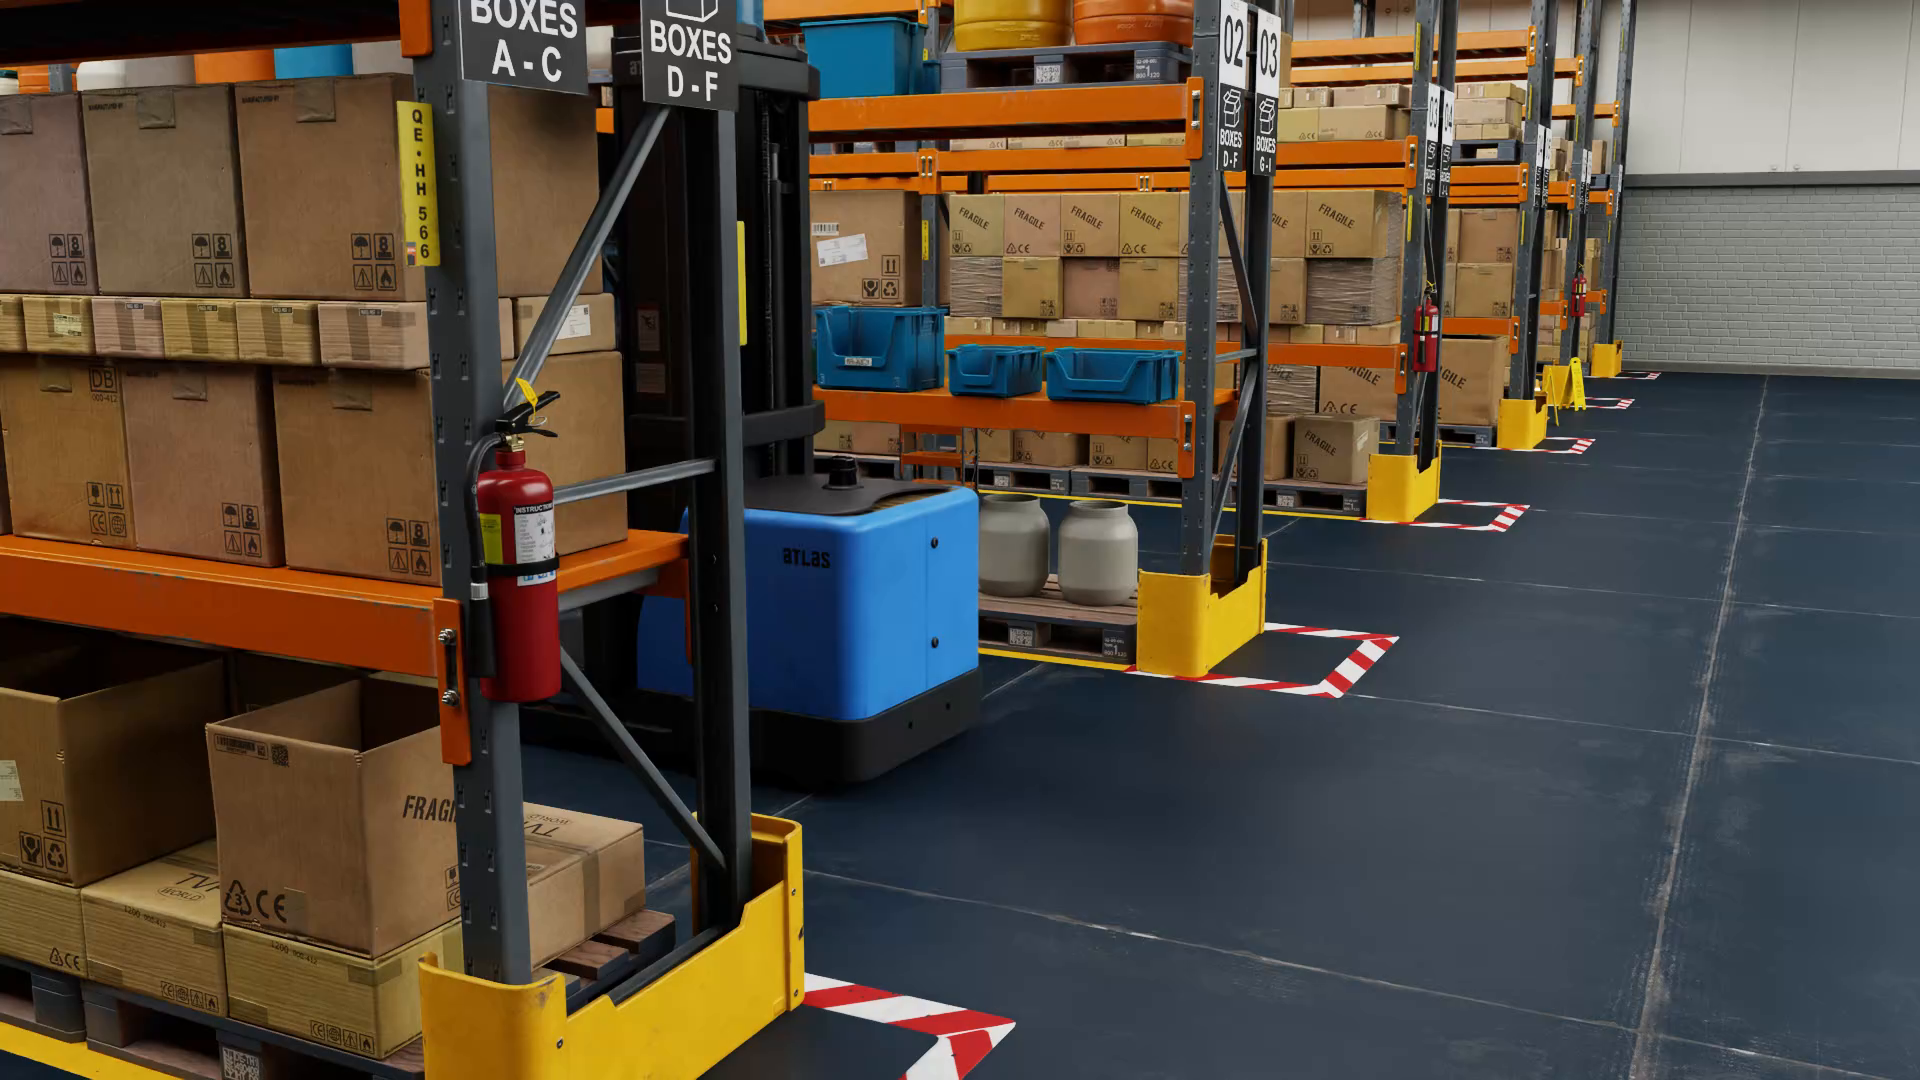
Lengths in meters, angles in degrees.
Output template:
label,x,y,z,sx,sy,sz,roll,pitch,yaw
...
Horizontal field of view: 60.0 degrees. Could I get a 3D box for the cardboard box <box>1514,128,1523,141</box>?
label,x,y,z,sx,sy,sz,roll,pitch,yaw
cardboard box,5.660,-4.175,17.198,0.250,0.149,0.380,5,11,26

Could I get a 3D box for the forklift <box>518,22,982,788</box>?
label,x,y,z,sx,sy,sz,roll,pitch,yaw
forklift,-1.448,-0.661,7.152,3.031,2.935,1.130,6,12,28

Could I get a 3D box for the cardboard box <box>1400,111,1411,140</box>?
label,x,y,z,sx,sy,sz,roll,pitch,yaw
cardboard box,3.222,-3.186,12.908,0.500,0.250,0.500,5,12,28

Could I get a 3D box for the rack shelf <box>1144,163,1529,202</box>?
label,x,y,z,sx,sy,sz,roll,pitch,yaw
rack shelf,4.032,-3.768,17.724,4.000,0.370,1.077,5,11,26

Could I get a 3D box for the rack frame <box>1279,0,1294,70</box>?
label,x,y,z,sx,sy,sz,roll,pitch,yaw
rack frame,4.338,-6.554,22.676,0.127,3.000,1.000,5,11,26

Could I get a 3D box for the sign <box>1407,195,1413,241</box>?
label,x,y,z,sx,sy,sz,roll,pitch,yaw
sign,3.277,-2.342,12.111,0.005,0.325,0.100,5,11,26

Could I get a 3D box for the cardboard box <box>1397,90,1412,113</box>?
label,x,y,z,sx,sy,sz,roll,pitch,yaw
cardboard box,3.395,-3.361,12.758,0.250,0.149,0.380,5,11,25

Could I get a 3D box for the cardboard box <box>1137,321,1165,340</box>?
label,x,y,z,sx,sy,sz,roll,pitch,yaw
cardboard box,1.608,-1.702,13.418,0.250,0.149,0.380,5,11,26

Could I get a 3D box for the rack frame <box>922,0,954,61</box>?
label,x,y,z,sx,sy,sz,roll,pitch,yaw
rack frame,-0.047,-4.971,13.931,0.127,3.000,1.000,5,11,26

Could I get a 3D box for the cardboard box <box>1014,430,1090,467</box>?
label,x,y,z,sx,sy,sz,roll,pitch,yaw
cardboard box,0.811,-0.914,14.198,0.500,0.500,0.500,10,14,44

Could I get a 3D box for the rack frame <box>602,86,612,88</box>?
label,x,y,z,sx,sy,sz,roll,pitch,yaw
rack frame,-2.239,-4.180,9.560,0.127,3.000,1.000,5,11,26

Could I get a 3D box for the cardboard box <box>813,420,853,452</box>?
label,x,y,z,sx,sy,sz,roll,pitch,yaw
cardboard box,-1.008,-1.098,15.159,0.500,0.500,0.700,5,11,25

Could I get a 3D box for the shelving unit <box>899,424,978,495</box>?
label,x,y,z,sx,sy,sz,roll,pitch,yaw
shelving unit,-0.148,-0.603,11.695,0.503,1.200,0.258,5,11,26

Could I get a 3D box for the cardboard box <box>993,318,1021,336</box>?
label,x,y,z,sx,sy,sz,roll,pitch,yaw
cardboard box,0.468,-1.794,13.924,0.250,0.149,0.380,5,11,26

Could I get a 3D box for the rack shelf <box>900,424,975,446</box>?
label,x,y,z,sx,sy,sz,roll,pitch,yaw
rack shelf,-0.148,-0.757,11.668,0.480,0.148,0.258,5,11,26

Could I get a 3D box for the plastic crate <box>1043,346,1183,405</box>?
label,x,y,z,sx,sy,sz,roll,pitch,yaw
plastic crate,0.767,-0.832,8.320,0.616,0.251,0.499,5,11,26

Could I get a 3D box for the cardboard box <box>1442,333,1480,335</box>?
label,x,y,z,sx,sy,sz,roll,pitch,yaw
cardboard box,6.622,-2.572,21.952,0.500,0.500,0.500,6,12,28

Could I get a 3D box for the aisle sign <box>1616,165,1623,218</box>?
label,x,y,z,sx,sy,sz,roll,pitch,yaw
aisle sign,10.047,-5.307,25.331,0.004,0.787,0.394,5,11,26

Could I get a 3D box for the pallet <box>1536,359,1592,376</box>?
label,x,y,z,sx,sy,sz,roll,pitch,yaw
pallet,9.414,-2.761,26.395,1.213,0.211,1.003,5,11,26

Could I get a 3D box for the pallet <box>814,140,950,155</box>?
label,x,y,z,sx,sy,sz,roll,pitch,yaw
pallet,-0.554,-3.469,14.578,1.003,0.211,1.213,5,11,26

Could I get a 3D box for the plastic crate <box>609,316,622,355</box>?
label,x,y,z,sx,sy,sz,roll,pitch,yaw
plastic crate,-1.825,-1.136,9.760,0.504,0.338,0.767,5,11,26

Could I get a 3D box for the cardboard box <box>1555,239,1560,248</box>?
label,x,y,z,sx,sy,sz,roll,pitch,yaw
cardboard box,9.222,-4.620,25.897,0.250,0.149,0.380,5,12,27

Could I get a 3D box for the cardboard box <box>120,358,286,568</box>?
label,x,y,z,sx,sy,sz,roll,pitch,yaw
cardboard box,-1.733,-0.251,4.413,0.500,0.500,0.700,5,12,27

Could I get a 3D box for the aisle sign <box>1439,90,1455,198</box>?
label,x,y,z,sx,sy,sz,roll,pitch,yaw
aisle sign,3.728,-3.026,12.730,0.004,0.787,0.394,5,11,26

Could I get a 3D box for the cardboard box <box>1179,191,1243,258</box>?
label,x,y,z,sx,sy,sz,roll,pitch,yaw
cardboard box,2.039,-2.474,13.053,0.500,0.500,0.500,5,11,26

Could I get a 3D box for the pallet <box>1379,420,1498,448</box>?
label,x,y,z,sx,sy,sz,roll,pitch,yaw
pallet,5.074,-1.167,17.584,1.213,0.211,1.003,5,11,26

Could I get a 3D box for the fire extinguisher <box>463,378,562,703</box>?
label,x,y,z,sx,sy,sz,roll,pitch,yaw
fire extinguisher,-0.946,-0.001,3.529,0.183,0.674,0.296,5,11,26

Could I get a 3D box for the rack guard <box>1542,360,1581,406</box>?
label,x,y,z,sx,sy,sz,roll,pitch,yaw
rack guard,7.857,-2.063,21.724,0.348,0.500,1.175,5,11,26

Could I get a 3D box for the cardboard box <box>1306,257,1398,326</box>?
label,x,y,z,sx,sy,sz,roll,pitch,yaw
cardboard box,3.059,-1.947,12.952,0.500,0.500,0.875,5,11,26

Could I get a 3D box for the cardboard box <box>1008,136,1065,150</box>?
label,x,y,z,sx,sy,sz,roll,pitch,yaw
cardboard box,0.720,-3.304,13.563,0.500,0.250,0.500,5,11,25

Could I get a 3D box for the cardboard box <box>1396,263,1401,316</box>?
label,x,y,z,sx,sy,sz,roll,pitch,yaw
cardboard box,4.523,-2.688,17.740,0.550,0.550,0.875,5,11,26

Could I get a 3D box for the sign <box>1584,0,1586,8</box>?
label,x,y,z,sx,sy,sz,roll,pitch,yaw
sign,7.661,-6.689,20.356,0.005,0.325,0.100,5,11,26

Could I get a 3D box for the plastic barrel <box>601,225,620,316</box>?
label,x,y,z,sx,sy,sz,roll,pitch,yaw
plastic barrel,-2.451,-1.554,10.485,0.708,0.901,0.600,5,11,26

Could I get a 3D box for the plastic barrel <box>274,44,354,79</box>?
label,x,y,z,sx,sy,sz,roll,pitch,yaw
plastic barrel,-3.964,-3.059,10.382,0.708,0.901,0.600,5,11,26

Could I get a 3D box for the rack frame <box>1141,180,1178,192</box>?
label,x,y,z,sx,sy,sz,roll,pitch,yaw
rack frame,2.238,-2.804,18.798,0.127,3.000,1.000,5,11,26

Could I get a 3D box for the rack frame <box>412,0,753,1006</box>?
label,x,y,z,sx,sy,sz,roll,pitch,yaw
rack frame,-0.846,-0.122,3.983,0.127,3.000,1.000,5,11,26

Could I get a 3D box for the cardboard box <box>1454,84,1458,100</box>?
label,x,y,z,sx,sy,sz,roll,pitch,yaw
cardboard box,4.920,-4.501,16.763,0.250,0.149,0.380,5,12,27

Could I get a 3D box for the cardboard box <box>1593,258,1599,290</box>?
label,x,y,z,sx,sy,sz,roll,pitch,yaw
cardboard box,9.797,-4.212,26.302,0.500,0.500,0.500,5,12,28

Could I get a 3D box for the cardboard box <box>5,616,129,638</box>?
label,x,y,z,sx,sy,sz,roll,pitch,yaw
cardboard box,-2.573,0.459,5.209,0.500,0.500,0.500,5,11,26

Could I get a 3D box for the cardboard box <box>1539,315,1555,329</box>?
label,x,y,z,sx,sy,sz,roll,pitch,yaw
cardboard box,9.106,-3.451,26.111,0.500,0.250,0.500,5,12,27

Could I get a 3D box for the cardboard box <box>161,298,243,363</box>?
label,x,y,z,sx,sy,sz,roll,pitch,yaw
cardboard box,-1.738,-0.531,4.139,0.250,0.149,0.380,5,11,25

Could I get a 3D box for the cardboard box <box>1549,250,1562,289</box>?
label,x,y,z,sx,sy,sz,roll,pitch,yaw
cardboard box,7.623,-3.564,21.884,0.500,0.500,0.500,5,11,25

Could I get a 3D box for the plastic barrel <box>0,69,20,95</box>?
label,x,y,z,sx,sy,sz,roll,pitch,yaw
plastic barrel,-6.852,-3.219,11.881,0.301,0.262,0.301,0,10,0

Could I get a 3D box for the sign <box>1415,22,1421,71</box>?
label,x,y,z,sx,sy,sz,roll,pitch,yaw
sign,3.277,-3.529,11.897,0.005,0.325,0.100,5,11,26

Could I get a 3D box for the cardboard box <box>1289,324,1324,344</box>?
label,x,y,z,sx,sy,sz,roll,pitch,yaw
cardboard box,2.722,-1.601,12.861,0.250,0.149,0.380,5,11,26

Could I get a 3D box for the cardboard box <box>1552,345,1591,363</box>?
label,x,y,z,sx,sy,sz,roll,pitch,yaw
cardboard box,9.557,-2.920,25.984,0.500,0.250,0.500,5,11,26

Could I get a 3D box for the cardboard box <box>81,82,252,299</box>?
label,x,y,z,sx,sy,sz,roll,pitch,yaw
cardboard box,-1.781,-0.893,4.321,0.500,0.500,0.700,5,11,24

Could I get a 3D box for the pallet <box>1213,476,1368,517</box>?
label,x,y,z,sx,sy,sz,roll,pitch,yaw
pallet,2.759,-0.408,13.390,1.213,0.211,1.003,5,11,26

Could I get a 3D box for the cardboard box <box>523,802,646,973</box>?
label,x,y,z,sx,sy,sz,roll,pitch,yaw
cardboard box,-1.229,0.946,4.621,0.500,0.250,0.500,5,11,26

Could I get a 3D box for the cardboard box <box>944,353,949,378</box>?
label,x,y,z,sx,sy,sz,roll,pitch,yaw
cardboard box,-0.057,-2.088,19.980,0.750,0.750,1.050,5,11,27

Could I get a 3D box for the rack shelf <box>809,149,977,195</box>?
label,x,y,z,sx,sy,sz,roll,pitch,yaw
rack shelf,-1.841,-3.299,15.133,4.000,0.370,1.077,5,11,26

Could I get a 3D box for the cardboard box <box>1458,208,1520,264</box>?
label,x,y,z,sx,sy,sz,roll,pitch,yaw
cardboard box,5.510,-3.129,17.143,0.550,0.550,0.875,5,11,26

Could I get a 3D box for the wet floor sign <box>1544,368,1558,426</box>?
label,x,y,z,sx,sy,sz,roll,pitch,yaw
wet floor sign,6.727,-1.644,19.001,0.232,0.644,0.267,3,11,16

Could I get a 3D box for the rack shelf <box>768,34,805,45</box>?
label,x,y,z,sx,sy,sz,roll,pitch,yaw
rack shelf,-2.437,-9.417,31.180,4.000,0.370,1.077,5,11,26

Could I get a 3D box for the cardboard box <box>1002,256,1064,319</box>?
label,x,y,z,sx,sy,sz,roll,pitch,yaw
cardboard box,0.762,-2.125,13.930,0.500,0.500,0.875,5,11,26

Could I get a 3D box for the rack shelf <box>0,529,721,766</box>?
label,x,y,z,sx,sy,sz,roll,pitch,yaw
rack shelf,-2.640,0.074,4.918,4.000,0.370,1.077,5,11,26

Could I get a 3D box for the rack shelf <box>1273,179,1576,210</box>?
label,x,y,z,sx,sy,sz,roll,pitch,yaw
rack shelf,6.131,-4.566,22.136,4.000,0.370,1.077,5,11,26

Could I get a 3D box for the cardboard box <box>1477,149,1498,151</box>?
label,x,y,z,sx,sy,sz,roll,pitch,yaw
cardboard box,6.835,-5.083,21.437,0.250,0.149,0.380,5,11,26
